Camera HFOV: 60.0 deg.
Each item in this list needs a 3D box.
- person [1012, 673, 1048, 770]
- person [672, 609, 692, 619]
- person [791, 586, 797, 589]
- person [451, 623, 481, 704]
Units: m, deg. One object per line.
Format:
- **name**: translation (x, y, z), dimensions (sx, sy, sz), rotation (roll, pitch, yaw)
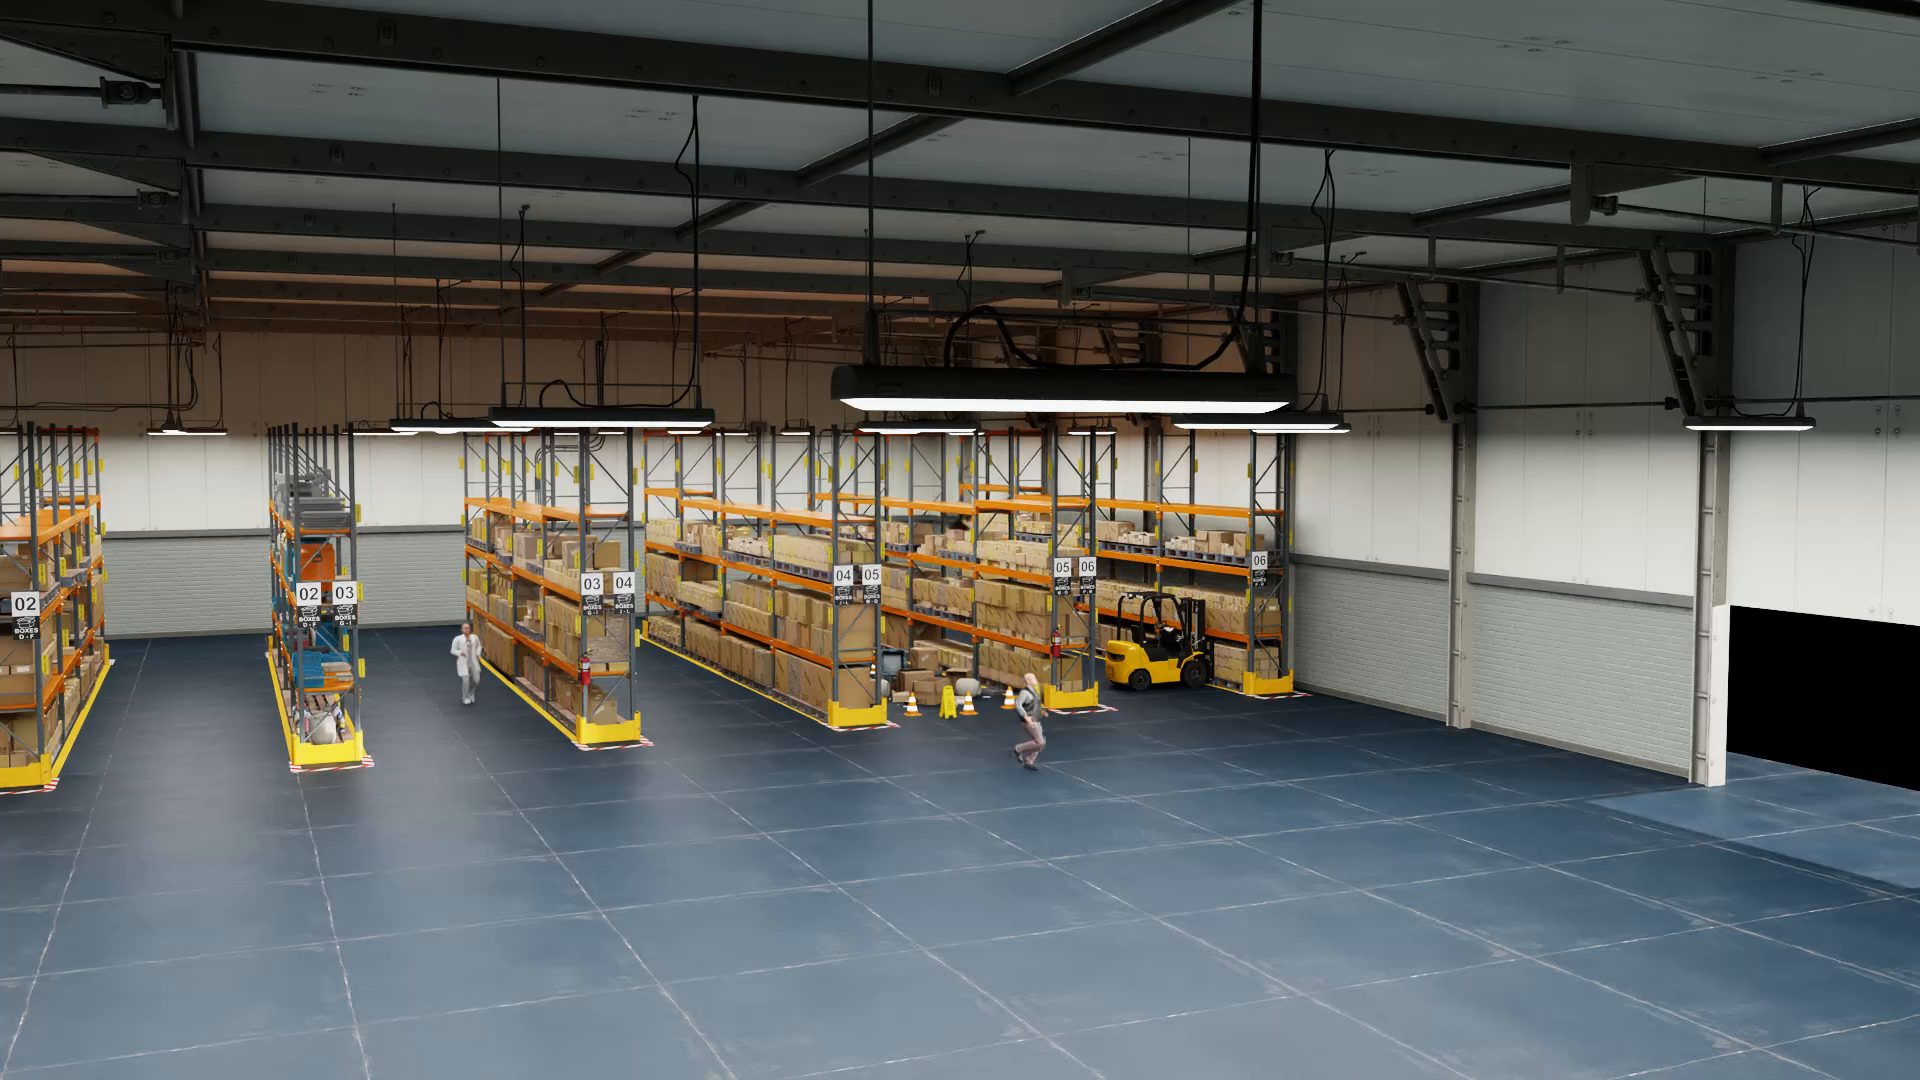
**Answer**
- **person**: translation (1.220, 3.142, 28.724), dimensions (0.580, 1.688, 0.661), rotation (1, 4, 20)
- **person**: translation (-8.286, 1.906, 49.344), dimensions (0.860, 1.609, 0.737), rotation (1, 4, 10)
- **person**: translation (-4.447, 2.132, 44.455), dimensions (0.675, 1.803, 0.733), rotation (-2, 4, -33)
- **person**: translation (-10.539, 2.662, 35.688), dimensions (0.698, 1.735, 0.633), rotation (-2, 4, -33)
